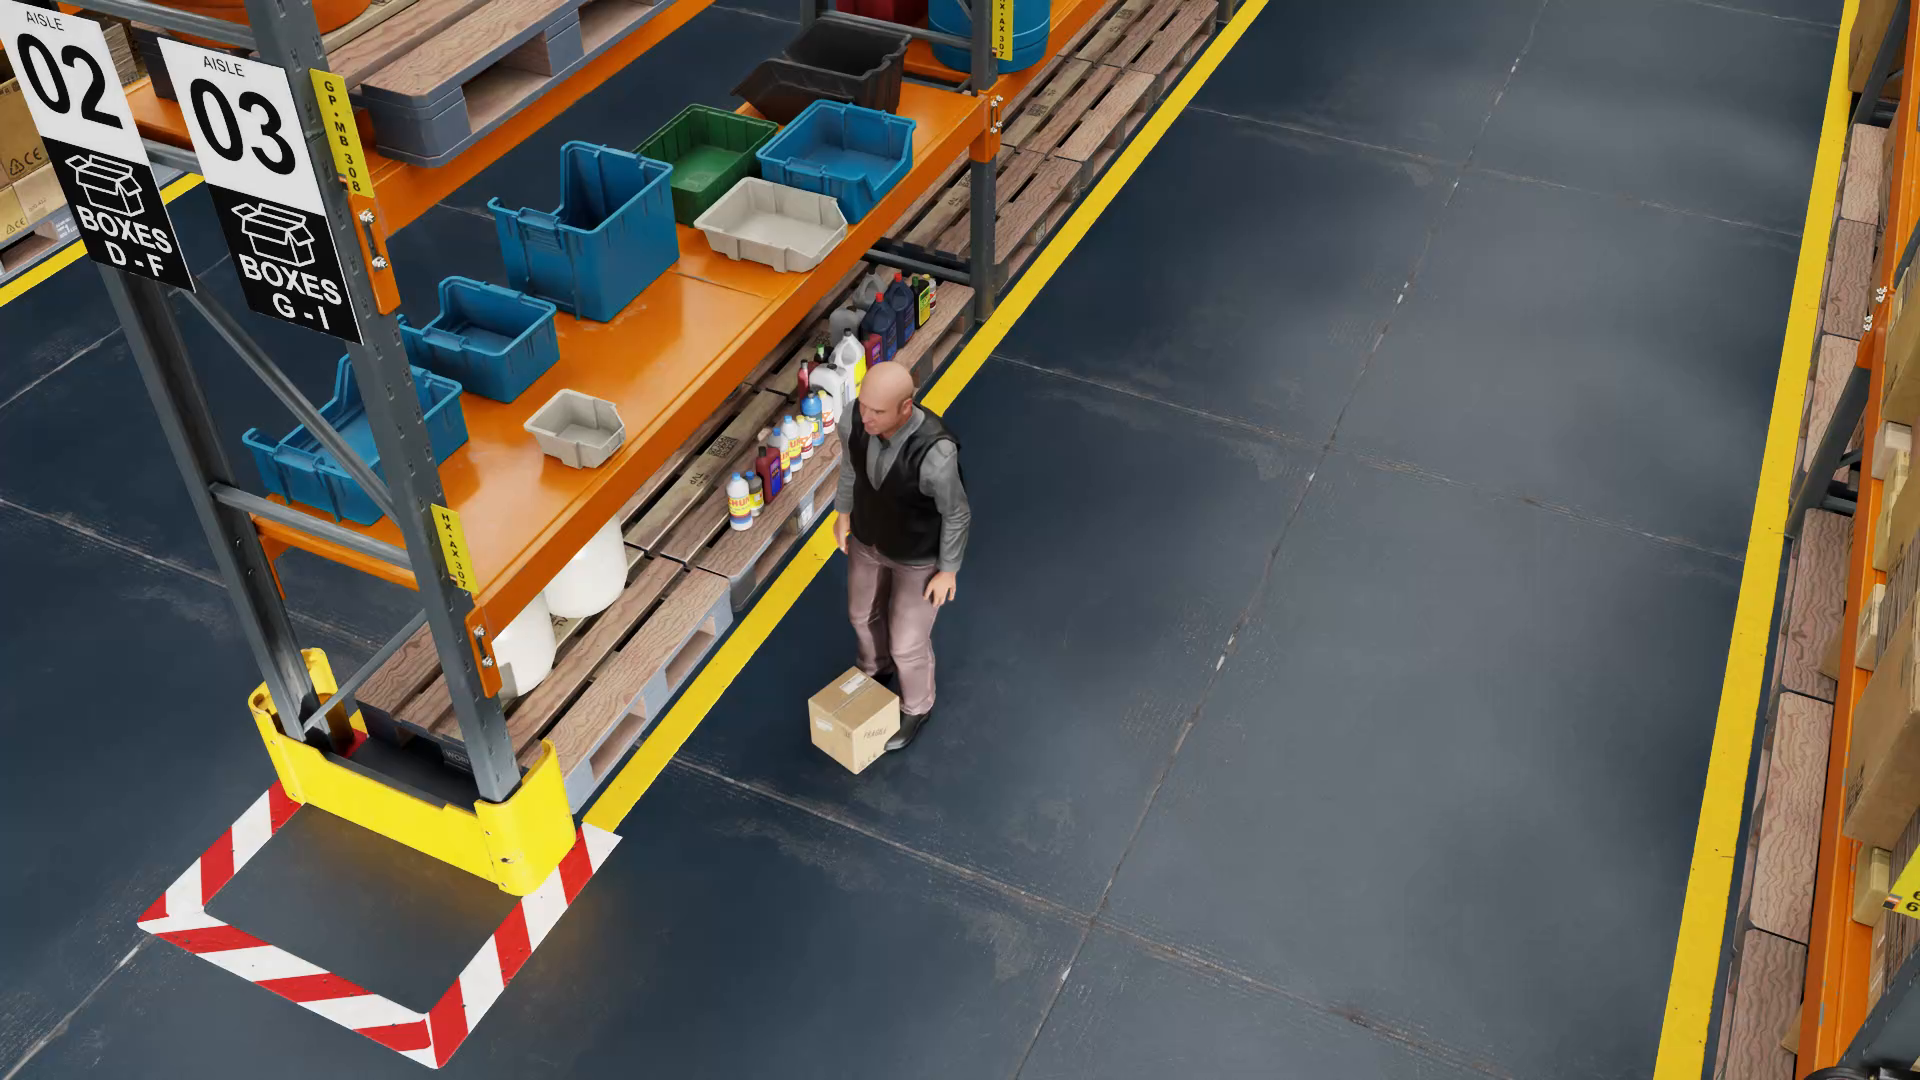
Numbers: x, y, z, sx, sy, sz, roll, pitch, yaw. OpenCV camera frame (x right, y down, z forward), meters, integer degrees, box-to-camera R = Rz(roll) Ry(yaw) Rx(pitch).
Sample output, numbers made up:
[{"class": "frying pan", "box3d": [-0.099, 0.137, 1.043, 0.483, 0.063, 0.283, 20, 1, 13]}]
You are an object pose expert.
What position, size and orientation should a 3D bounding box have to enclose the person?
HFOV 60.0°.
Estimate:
[{"class": "person", "box3d": [-0.233, 0.029, 6.145, 0.586, 1.720, 0.475, 30, 50, 29]}]
